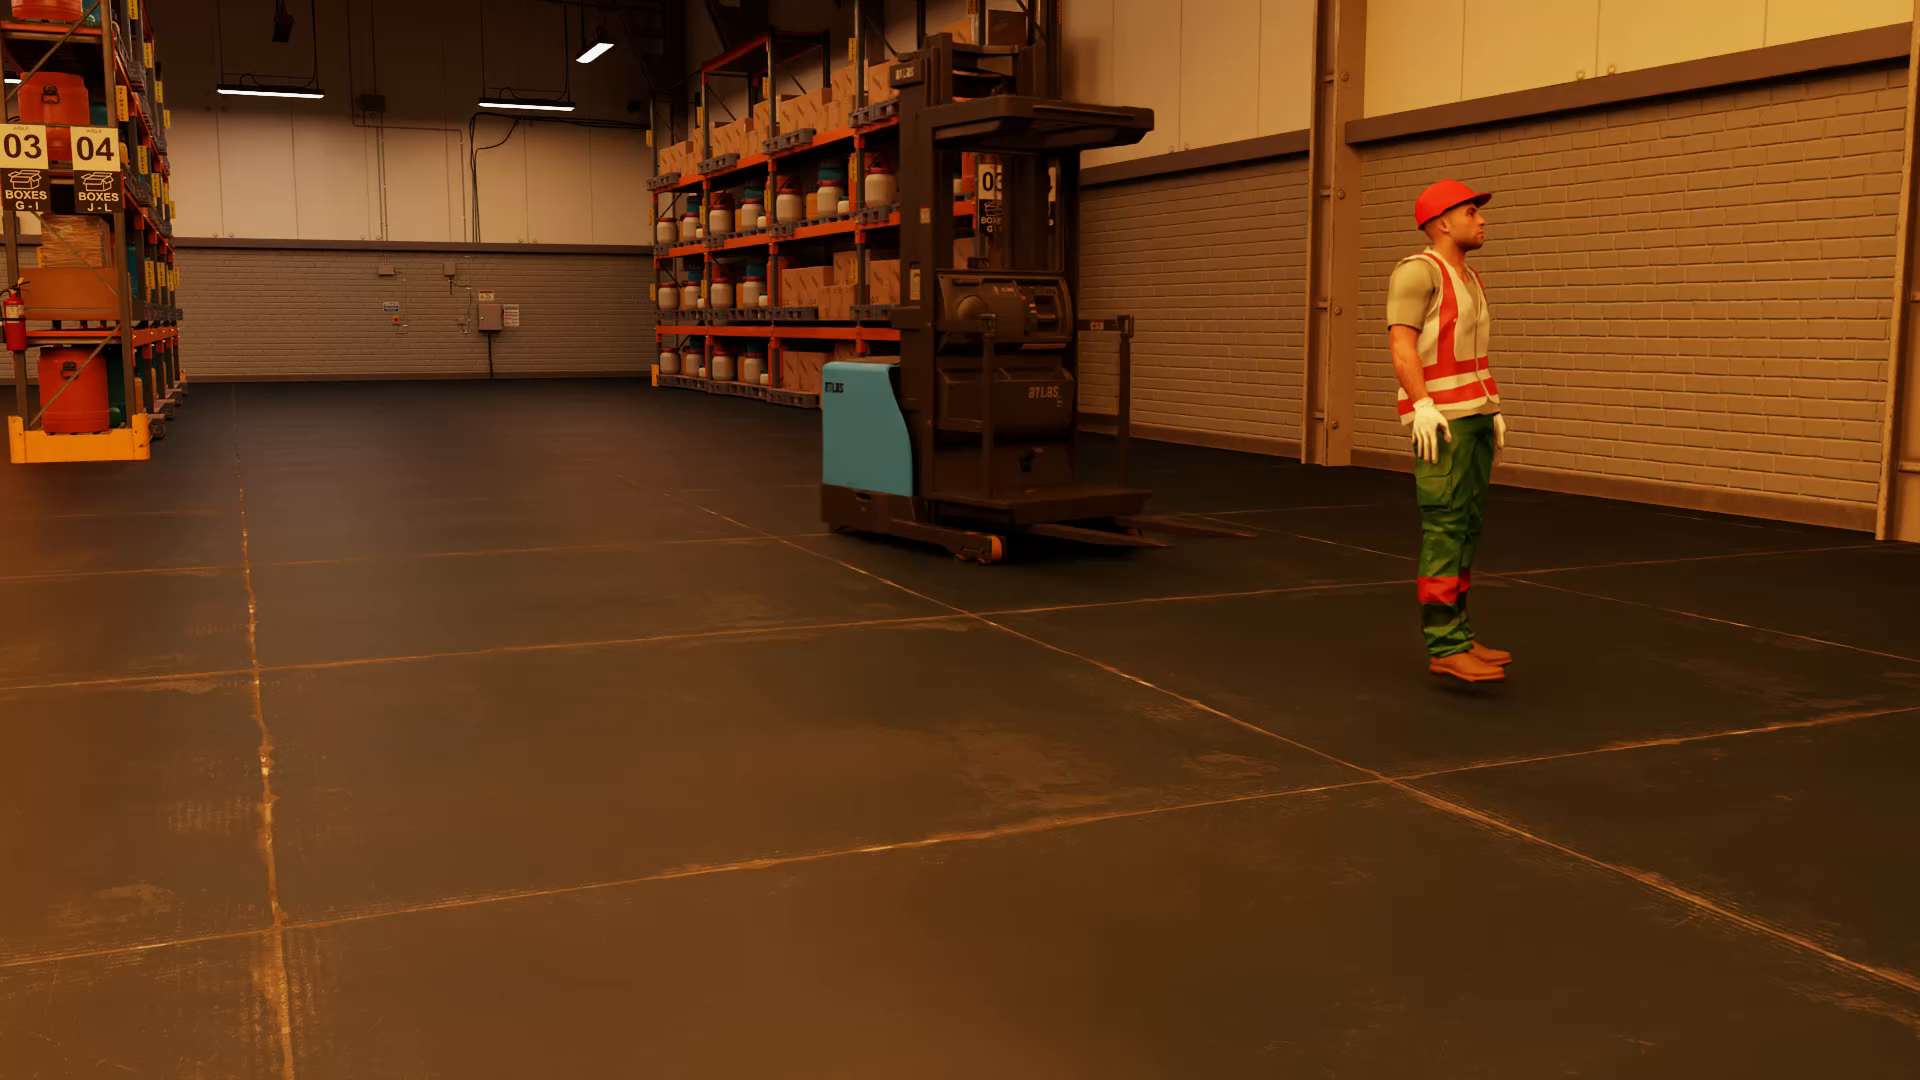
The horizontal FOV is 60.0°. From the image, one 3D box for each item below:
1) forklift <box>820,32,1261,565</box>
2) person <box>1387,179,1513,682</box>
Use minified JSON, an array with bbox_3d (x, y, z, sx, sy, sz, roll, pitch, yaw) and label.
[{"bbox_3d":[0.394,-1.387,9.459,1.130,2.935,3.031,-5,9,-36],"label":"forklift"},{"bbox_3d":[1.867,-0.421,6.090,0.561,1.787,0.637,7,10,41],"label":"person"}]
